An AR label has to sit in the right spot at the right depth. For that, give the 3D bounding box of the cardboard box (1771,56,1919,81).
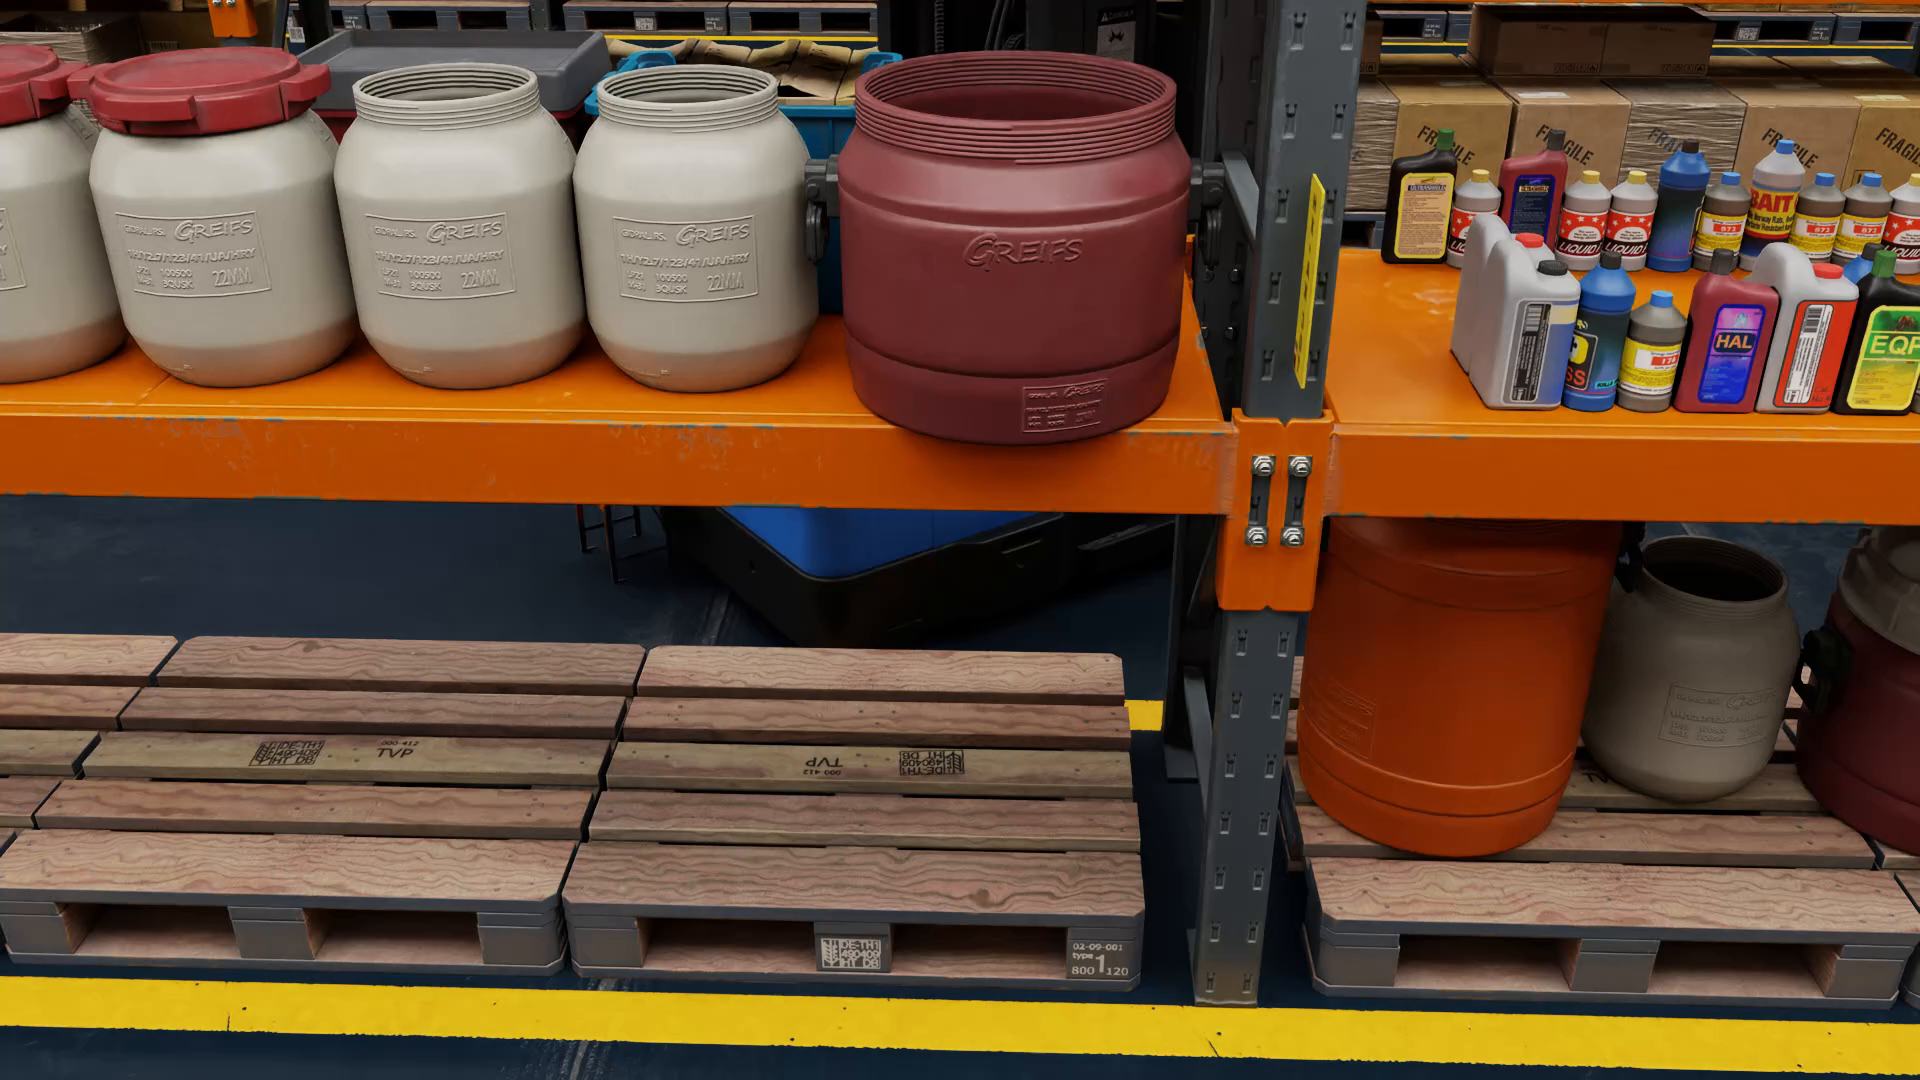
[{"bbox_3d":[4.267,-2.058,8.130,0.500,0.500,0.500,0,28,-1],"label":"cardboard box"}]

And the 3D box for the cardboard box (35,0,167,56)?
[{"bbox_3d":[-4.205,-2.439,8.336,0.500,0.500,0.500,1,28,2],"label":"cardboard box"}]

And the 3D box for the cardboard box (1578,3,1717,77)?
[{"bbox_3d":[3.268,-2.406,7.985,0.500,0.250,0.500,1,28,2],"label":"cardboard box"}]

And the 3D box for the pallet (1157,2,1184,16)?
[{"bbox_3d":[1.701,-3.951,12.478,1.213,0.211,1.003,1,28,2],"label":"pallet"}]

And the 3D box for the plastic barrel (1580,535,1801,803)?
[{"bbox_3d":[1.623,0.287,3.714,0.421,0.512,0.421,0,28,0],"label":"plastic barrel"}]

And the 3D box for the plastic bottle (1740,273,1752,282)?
[{"bbox_3d":[1.435,-0.399,3.012,0.097,0.201,0.097,0,28,0],"label":"plastic bottle"}]

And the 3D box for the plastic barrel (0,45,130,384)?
[{"bbox_3d":[-1.750,-0.590,3.015,0.433,0.535,0.433,0,28,0],"label":"plastic barrel"}]

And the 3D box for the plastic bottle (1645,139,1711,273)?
[{"bbox_3d":[1.525,-0.713,3.529,0.097,0.271,0.097,0,28,0],"label":"plastic bottle"}]

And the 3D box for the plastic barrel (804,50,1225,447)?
[{"bbox_3d":[0.092,-0.520,2.883,0.708,0.536,0.600,1,28,2],"label":"plastic barrel"}]

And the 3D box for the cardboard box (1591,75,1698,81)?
[{"bbox_3d":[3.235,-2.074,8.159,0.500,0.500,0.500,1,28,2],"label":"cardboard box"}]

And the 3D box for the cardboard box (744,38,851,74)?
[{"bbox_3d":[-0.803,-2.291,8.258,0.500,0.311,0.500,0,28,0],"label":"cardboard box"}]

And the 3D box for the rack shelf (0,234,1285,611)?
[{"bbox_3d":[-1.433,-0.309,3.399,4.000,0.370,1.077,1,28,2],"label":"rack shelf"}]

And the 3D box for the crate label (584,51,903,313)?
[{"bbox_3d":[-0.417,-0.753,3.430,0.616,0.435,0.502,1,28,2],"label":"crate label"}]

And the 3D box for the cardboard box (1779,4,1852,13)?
[{"bbox_3d":[6.159,-4.176,12.146,0.500,0.500,0.700,1,28,1],"label":"cardboard box"}]

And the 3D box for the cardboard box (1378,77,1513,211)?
[{"bbox_3d":[2.214,-1.845,7.726,0.500,0.500,0.500,1,28,1],"label":"cardboard box"}]

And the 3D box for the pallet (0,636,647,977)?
[{"bbox_3d":[-1.423,0.586,3.920,1.213,0.211,1.003,1,28,2],"label":"pallet"}]

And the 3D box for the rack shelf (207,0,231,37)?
[{"bbox_3d":[-5.252,-2.694,7.897,4.000,0.370,1.077,1,28,2],"label":"rack shelf"}]

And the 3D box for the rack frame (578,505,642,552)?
[{"bbox_3d":[-1.094,-0.453,4.983,0.200,1.050,0.008,-17,32,-29],"label":"rack frame"}]

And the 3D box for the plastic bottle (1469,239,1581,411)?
[{"bbox_3d":[0.987,-0.381,2.898,0.135,0.276,0.152,1,28,2],"label":"plastic bottle"}]

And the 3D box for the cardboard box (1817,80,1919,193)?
[{"bbox_3d":[4.239,-1.810,7.662,0.500,0.500,0.500,1,28,2],"label":"cardboard box"}]

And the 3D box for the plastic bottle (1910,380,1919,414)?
[{"bbox_3d":[1.698,-0.323,2.869,0.097,0.201,0.097,0,28,0],"label":"plastic bottle"}]

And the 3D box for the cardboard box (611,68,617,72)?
[{"bbox_3d":[-1.831,-2.055,7.813,0.500,0.311,0.500,0,28,0],"label":"cardboard box"}]

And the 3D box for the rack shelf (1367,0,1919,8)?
[{"bbox_3d":[2.744,-2.562,7.648,4.000,0.370,1.077,1,28,2],"label":"rack shelf"}]

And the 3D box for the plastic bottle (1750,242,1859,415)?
[{"bbox_3d":[1.450,-0.373,2.884,0.135,0.276,0.152,1,28,2],"label":"plastic bottle"}]

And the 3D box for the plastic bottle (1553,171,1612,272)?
[{"bbox_3d":[1.331,-0.685,3.552,0.097,0.201,0.097,0,28,0],"label":"plastic bottle"}]

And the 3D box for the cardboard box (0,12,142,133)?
[{"bbox_3d":[-4.223,-2.200,7.884,0.500,0.500,0.500,1,28,2],"label":"cardboard box"}]

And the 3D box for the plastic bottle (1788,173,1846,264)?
[{"bbox_3d":[1.817,-0.677,3.537,0.097,0.201,0.097,0,28,0],"label":"plastic bottle"}]

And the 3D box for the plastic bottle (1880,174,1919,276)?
[{"bbox_3d":[2.012,-0.674,3.531,0.097,0.201,0.097,0,28,0],"label":"plastic bottle"}]

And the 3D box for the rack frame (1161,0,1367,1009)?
[{"bbox_3d":[0.566,-0.594,3.168,0.127,3.000,1.000,1,28,2],"label":"rack frame"}]

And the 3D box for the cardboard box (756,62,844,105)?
[{"bbox_3d":[-0.811,-2.040,7.784,0.500,0.311,0.500,1,28,1],"label":"cardboard box"}]

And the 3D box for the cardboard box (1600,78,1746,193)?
[{"bbox_3d":[3.244,-1.831,7.701,0.500,0.500,0.500,1,28,2],"label":"cardboard box"}]

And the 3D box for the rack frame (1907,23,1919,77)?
[{"bbox_3d":[4.742,-2.846,7.417,0.127,3.000,1.000,1,28,2],"label":"rack frame"}]

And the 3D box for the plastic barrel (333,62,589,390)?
[{"bbox_3d":[-0.890,-0.567,2.999,0.421,0.512,0.421,0,28,0],"label":"plastic barrel"}]

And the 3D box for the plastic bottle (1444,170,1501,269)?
[{"bbox_3d":[1.100,-0.689,3.559,0.097,0.201,0.097,0,28,0],"label":"plastic bottle"}]

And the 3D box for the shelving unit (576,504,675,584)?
[{"bbox_3d":[-1.027,-0.405,4.893,0.215,1.050,0.252,-17,32,-29],"label":"shelving unit"}]

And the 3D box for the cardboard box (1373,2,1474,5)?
[{"bbox_3d":[3.371,-4.364,12.127,0.750,0.750,0.750,2,28,3],"label":"cardboard box"}]

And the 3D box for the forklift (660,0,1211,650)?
[{"bbox_3d":[0.568,-1.502,4.954,3.031,2.935,1.130,-18,33,-31],"label":"forklift"}]

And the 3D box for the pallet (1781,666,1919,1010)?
[{"bbox_3d":[2.572,0.653,3.793,1.213,0.211,1.003,1,28,2],"label":"pallet"}]

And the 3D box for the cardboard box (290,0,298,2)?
[{"bbox_3d":[-5.090,-4.355,12.462,0.500,0.500,0.700,-1,28,-1],"label":"cardboard box"}]

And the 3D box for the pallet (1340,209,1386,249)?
[{"bbox_3d":[1.490,-1.650,8.138,1.213,0.211,1.003,1,28,2],"label":"pallet"}]

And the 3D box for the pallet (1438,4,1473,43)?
[{"bbox_3d":[4.140,-3.911,12.402,1.213,0.211,1.003,1,28,2],"label":"pallet"}]

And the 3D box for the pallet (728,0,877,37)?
[{"bbox_3d":[-1.081,-4.034,12.635,1.213,0.211,1.003,1,28,2],"label":"pallet"}]

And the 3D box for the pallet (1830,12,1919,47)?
[{"bbox_3d":[6.893,-3.865,12.316,1.213,0.211,1.003,1,28,2],"label":"pallet"}]

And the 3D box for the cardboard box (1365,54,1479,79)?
[{"bbox_3d":[2.205,-2.088,8.186,0.500,0.500,0.500,0,28,0],"label":"cardboard box"}]

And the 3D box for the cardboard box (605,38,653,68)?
[{"bbox_3d":[-1.819,-2.310,8.293,0.500,0.311,0.500,1,28,2],"label":"cardboard box"}]

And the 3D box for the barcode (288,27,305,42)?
[{"bbox_3d":[-3.012,-2.294,7.548,0.075,0.075,0.001,1,28,2],"label":"barcode"}]

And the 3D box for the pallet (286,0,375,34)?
[{"bbox_3d":[-4.977,-4.079,12.719,1.213,0.211,1.003,1,28,2],"label":"pallet"}]

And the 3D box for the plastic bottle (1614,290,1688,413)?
[{"bbox_3d":[1.199,-0.332,2.885,0.097,0.201,0.097,0,28,0],"label":"plastic bottle"}]

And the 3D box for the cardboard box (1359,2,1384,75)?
[{"bbox_3d":[1.744,-2.429,8.029,0.500,0.250,0.500,2,28,4],"label":"cardboard box"}]
